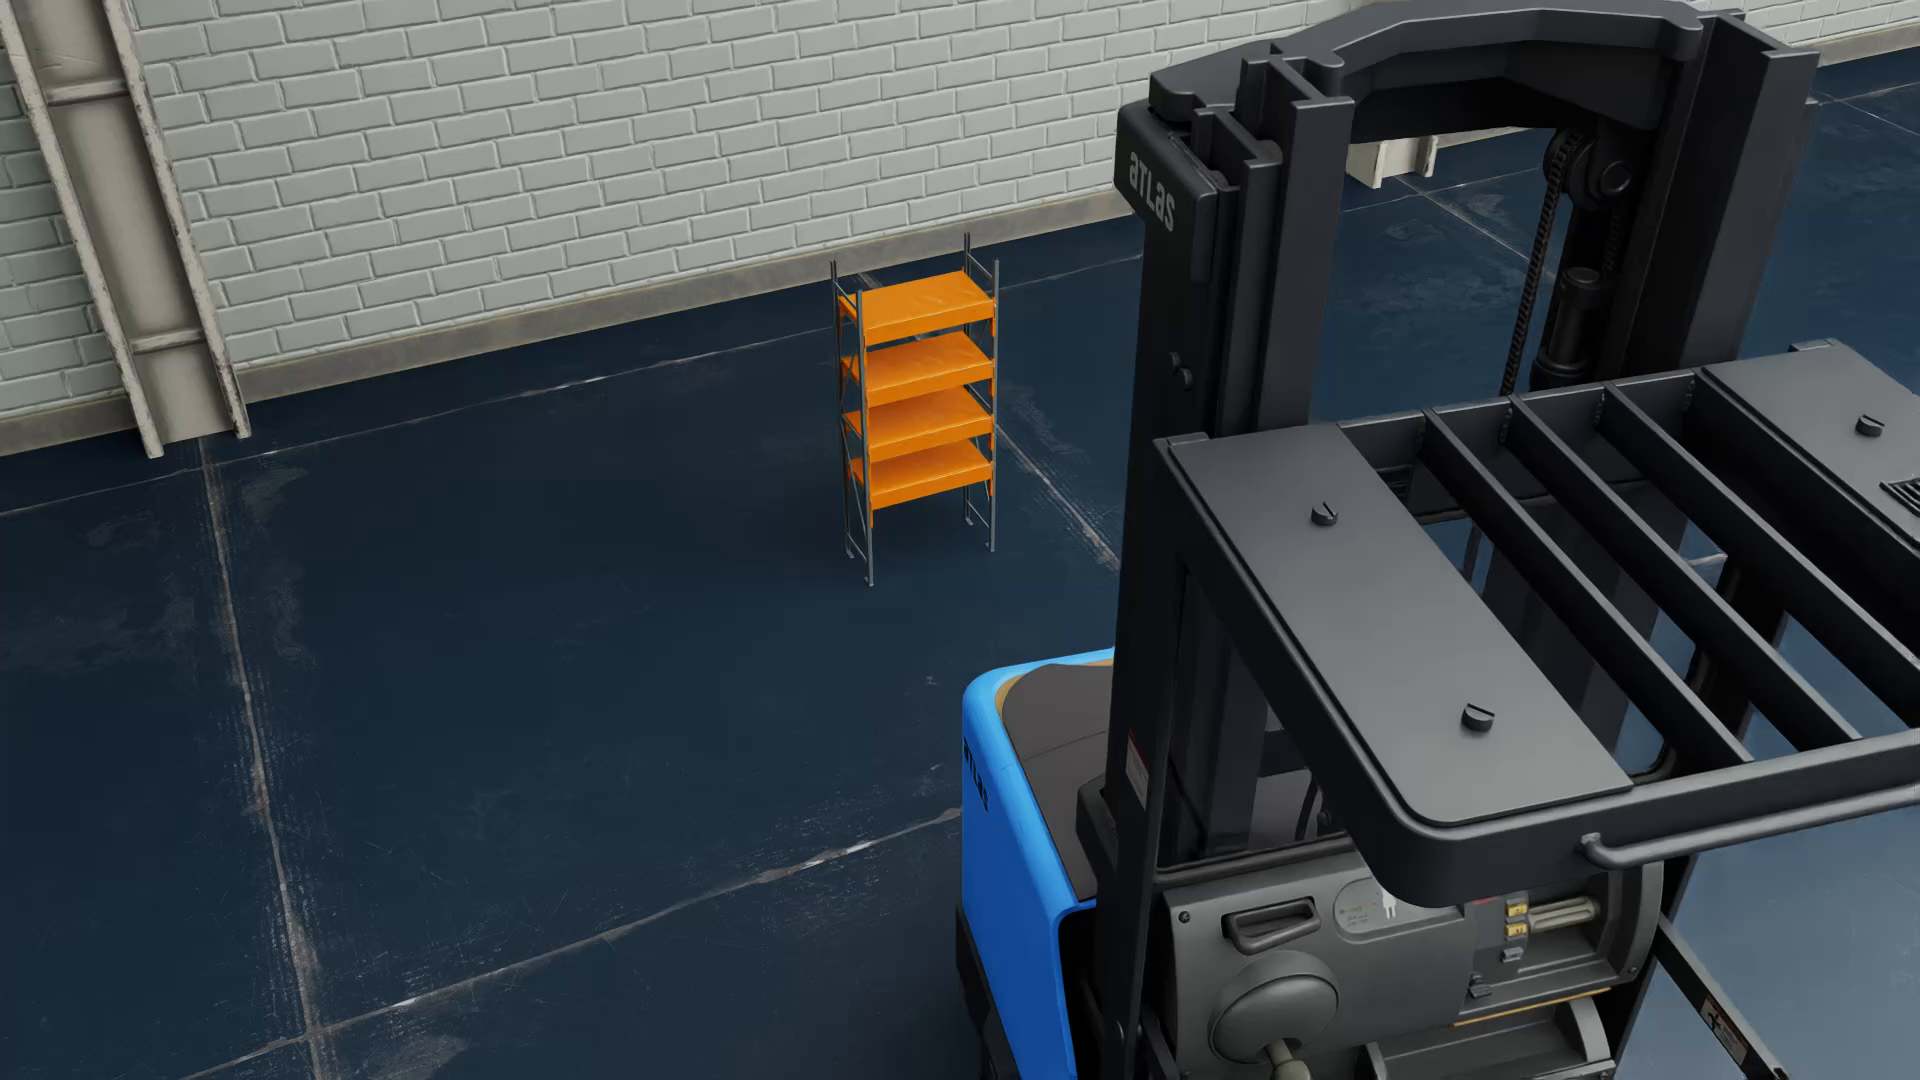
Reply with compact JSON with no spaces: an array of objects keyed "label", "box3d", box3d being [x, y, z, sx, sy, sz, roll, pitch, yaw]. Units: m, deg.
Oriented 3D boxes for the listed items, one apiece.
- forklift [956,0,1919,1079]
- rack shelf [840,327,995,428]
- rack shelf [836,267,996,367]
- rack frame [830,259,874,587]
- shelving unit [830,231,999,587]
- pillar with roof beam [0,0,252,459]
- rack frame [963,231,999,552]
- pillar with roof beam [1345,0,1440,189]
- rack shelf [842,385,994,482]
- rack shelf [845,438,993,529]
[{"label":"forklift","box3d":[0.862,0.780,2.738,1.130,2.935,3.031,-9,38,-12]},{"label":"rack shelf","box3d":[-0.150,-0.566,5.743,0.480,0.148,0.258,-16,39,-20]},{"label":"rack shelf","box3d":[-0.150,-0.756,5.602,0.480,0.148,0.258,-16,39,-20]},{"label":"rack frame","box3d":[-0.371,-0.378,5.753,0.015,1.200,0.240,-16,39,-20]},{"label":"shelving unit","box3d":[-0.150,-0.440,5.836,0.503,1.200,0.258,-16,39,-20]},{"label":"pillar with roof beam","box3d":[-1.321,-1.752,1.058,0.400,9.000,9.100,-16,39,-20]},{"label":"rack frame","box3d":[0.071,-0.502,5.919,0.015,1.200,0.240,-16,39,-20]},{"label":"pillar with roof beam","box3d":[4.110,-3.271,3.106,0.400,9.000,9.100,-16,39,-20]},{"label":"rack shelf","box3d":[-0.150,-0.386,5.876,0.480,0.148,0.258,-16,39,-20]},{"label":"rack shelf","box3d":[-0.150,-0.226,5.994,0.480,0.148,0.258,-16,39,-20]}]
